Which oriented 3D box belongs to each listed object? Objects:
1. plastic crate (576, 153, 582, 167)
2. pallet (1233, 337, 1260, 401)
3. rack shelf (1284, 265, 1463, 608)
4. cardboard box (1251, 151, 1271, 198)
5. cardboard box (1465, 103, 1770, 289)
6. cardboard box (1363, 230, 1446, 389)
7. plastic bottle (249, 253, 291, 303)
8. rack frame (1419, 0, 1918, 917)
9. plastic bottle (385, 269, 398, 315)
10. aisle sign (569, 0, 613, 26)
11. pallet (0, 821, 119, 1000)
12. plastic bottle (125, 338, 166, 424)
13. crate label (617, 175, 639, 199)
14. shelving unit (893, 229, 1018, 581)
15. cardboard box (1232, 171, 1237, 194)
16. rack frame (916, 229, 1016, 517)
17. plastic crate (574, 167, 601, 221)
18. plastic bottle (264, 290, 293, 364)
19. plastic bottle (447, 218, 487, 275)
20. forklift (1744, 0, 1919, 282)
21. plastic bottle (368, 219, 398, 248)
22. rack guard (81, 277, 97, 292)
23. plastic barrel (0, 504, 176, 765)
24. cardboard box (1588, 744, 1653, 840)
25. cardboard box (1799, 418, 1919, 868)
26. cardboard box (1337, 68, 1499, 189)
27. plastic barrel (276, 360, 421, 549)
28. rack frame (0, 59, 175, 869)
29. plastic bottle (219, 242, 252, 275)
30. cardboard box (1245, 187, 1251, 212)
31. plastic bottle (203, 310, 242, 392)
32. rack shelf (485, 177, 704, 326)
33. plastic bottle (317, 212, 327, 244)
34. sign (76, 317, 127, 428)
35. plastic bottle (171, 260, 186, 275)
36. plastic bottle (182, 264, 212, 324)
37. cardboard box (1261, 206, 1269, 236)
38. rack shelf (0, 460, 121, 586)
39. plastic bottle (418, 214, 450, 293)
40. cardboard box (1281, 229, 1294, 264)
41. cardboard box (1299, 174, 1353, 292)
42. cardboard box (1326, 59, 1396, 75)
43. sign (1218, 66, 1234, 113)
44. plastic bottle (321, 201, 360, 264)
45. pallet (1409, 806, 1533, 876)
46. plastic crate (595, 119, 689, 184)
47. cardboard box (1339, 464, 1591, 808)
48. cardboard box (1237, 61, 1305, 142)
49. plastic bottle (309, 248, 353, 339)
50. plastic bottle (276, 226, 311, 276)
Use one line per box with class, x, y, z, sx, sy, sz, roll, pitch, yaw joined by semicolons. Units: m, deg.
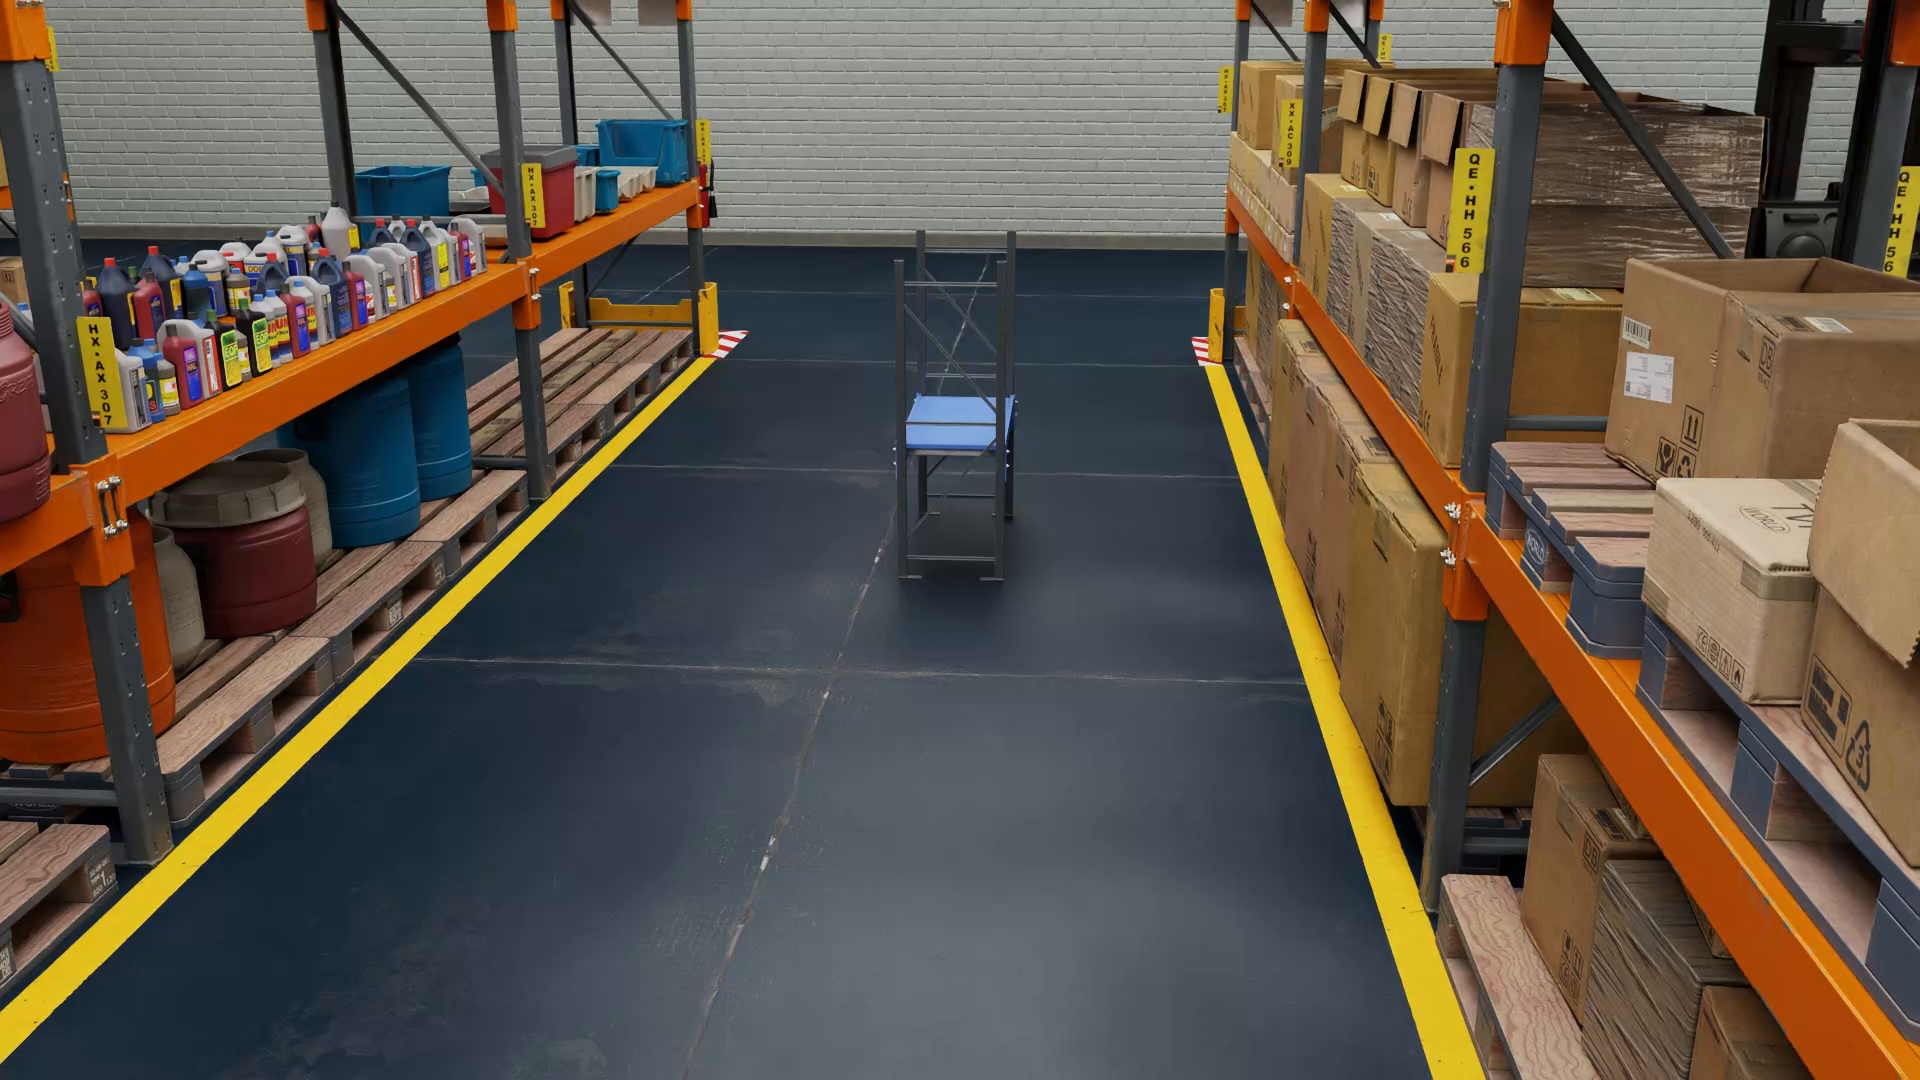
plastic crate;-2.858;-2.577;11.643;0.416;0.233;0.300;1;18;4
pallet;2.496;-1.216;11.796;1.003;0.211;1.213;1;18;4
rack shelf;2.045;-0.586;6.550;1.077;0.370;4.000;1;18;4
cardboard box;2.069;-2.239;10.201;0.500;0.250;0.500;1;18;3
cardboard box;1.970;-1.058;5.062;0.797;0.503;0.637;2;18;6
cardboard box;1.765;-0.829;5.976;0.500;0.500;0.500;1;18;2
plastic bottle;-2.732;-0.963;6.624;0.144;0.351;0.185;1;18;4
rack frame;1.901;-0.307;4.542;1.000;3.000;0.127;1;18;4
plastic bottle;-2.511;-1.087;7.243;0.097;0.201;0.097;0;18;0
aisle sign;-2.756;-4.166;12.146;0.394;0.787;0.004;1;18;4
pallet;-3.133;1.147;4.582;1.003;0.211;1.213;1;18;4
plastic bottle;-2.650;-0.519;5.396;0.097;0.271;0.097;0;18;0
crate label;-2.374;-2.371;11.169;0.396;0.136;0.243;1;18;4
shelving unit;-0.006;-0.686;8.109;0.538;1.500;1.048;1;18;4
cardboard box;2.103;-2.489;11.607;0.380;0.149;0.250;1;18;3
rack frame;0.030;-0.844;8.590;0.500;1.500;0.032;1;18;4
plastic crate;-2.459;-2.102;10.115;0.437;0.282;0.530;1;18;4
plastic bottle;-2.583;-0.806;6.272;0.097;0.271;0.097;0;18;0
plastic bottle;-2.458;-1.471;8.295;0.152;0.276;0.135;1;18;4
forklift;4.567;-1.495;8.277;1.130;2.935;3.031;1;18;3
plastic bottle;-2.649;-1.289;7.620;0.144;0.351;0.185;1;18;4
rack guard;-7.411;-1.802;13.120;1.175;0.500;0.348;1;18;4
plastic barrel;-3.021;0.262;5.617;0.600;0.830;0.708;1;18;4
cardboard box;1.883;0.524;4.109;0.500;0.250;0.500;2;18;6
cardboard box;1.647;0.146;2.319;0.797;0.503;0.637;3;18;10
cardboard box;2.151;-1.875;7.556;0.797;0.503;0.637;1;18;2
plastic barrel;-2.859;-0.474;7.747;0.600;0.901;0.708;1;18;4
rack frame;-3.039;-0.417;4.880;1.000;3.000;0.127;1;18;4
plastic bottle;-3.232;-1.178;7.400;0.152;0.276;0.135;1;18;4
cardboard box;2.031;-2.170;10.631;0.380;0.149;0.250;1;18;3
plastic bottle;-2.597;-0.673;5.848;0.061;0.283;0.133;1;18;4
rack shelf;-2.609;-1.939;10.679;1.077;0.370;4.000;1;18;4
plastic bottle;-3.204;-1.500;8.371;0.061;0.283;0.133;1;18;4
sign;-2.490;-0.485;4.823;0.100;0.325;0.005;1;18;4
plastic bottle;-3.291;-1.038;6.980;0.097;0.271;0.097;0;18;0
plastic bottle;-3.154;-1.005;6.878;0.097;0.271;0.097;0;18;0
cardboard box;1.957;-1.851;9.659;0.380;0.149;0.250;2;18;5
rack shelf;-3.182;0.546;3.096;1.077;0.370;4.000;1;18;4
plastic bottle;-2.491;-1.344;7.785;0.144;0.351;0.185;1;18;4
cardboard box;1.883;-1.532;8.684;0.380;0.149;0.250;1;18;4
cardboard box;1.906;-1.459;7.899;0.500;0.500;0.500;1;18;4
cardboard box;2.702;-3.061;11.505;0.500;0.500;0.500;2;18;5
sign;1.922;-3.255;12.021;0.100;0.325;0.005;1;18;4
plastic bottle;-3.103;-1.522;8.329;0.144;0.351;0.185;1;18;4
pallet;2.033;0.775;5.718;1.003;0.211;1.213;1;18;4
plastic crate;-2.303;-2.839;12.117;0.616;0.435;0.499;1;18;4
cardboard box;1.972;0.289;5.460;1.225;0.875;0.875;0;18;1
cardboard box;2.135;-2.920;11.075;0.500;0.500;0.500;1;18;3
plastic bottle;-2.570;-1.001;6.741;0.144;0.351;0.185;1;18;4
plastic bottle;-3.191;-1.352;7.931;0.152;0.276;0.135;1;18;4
